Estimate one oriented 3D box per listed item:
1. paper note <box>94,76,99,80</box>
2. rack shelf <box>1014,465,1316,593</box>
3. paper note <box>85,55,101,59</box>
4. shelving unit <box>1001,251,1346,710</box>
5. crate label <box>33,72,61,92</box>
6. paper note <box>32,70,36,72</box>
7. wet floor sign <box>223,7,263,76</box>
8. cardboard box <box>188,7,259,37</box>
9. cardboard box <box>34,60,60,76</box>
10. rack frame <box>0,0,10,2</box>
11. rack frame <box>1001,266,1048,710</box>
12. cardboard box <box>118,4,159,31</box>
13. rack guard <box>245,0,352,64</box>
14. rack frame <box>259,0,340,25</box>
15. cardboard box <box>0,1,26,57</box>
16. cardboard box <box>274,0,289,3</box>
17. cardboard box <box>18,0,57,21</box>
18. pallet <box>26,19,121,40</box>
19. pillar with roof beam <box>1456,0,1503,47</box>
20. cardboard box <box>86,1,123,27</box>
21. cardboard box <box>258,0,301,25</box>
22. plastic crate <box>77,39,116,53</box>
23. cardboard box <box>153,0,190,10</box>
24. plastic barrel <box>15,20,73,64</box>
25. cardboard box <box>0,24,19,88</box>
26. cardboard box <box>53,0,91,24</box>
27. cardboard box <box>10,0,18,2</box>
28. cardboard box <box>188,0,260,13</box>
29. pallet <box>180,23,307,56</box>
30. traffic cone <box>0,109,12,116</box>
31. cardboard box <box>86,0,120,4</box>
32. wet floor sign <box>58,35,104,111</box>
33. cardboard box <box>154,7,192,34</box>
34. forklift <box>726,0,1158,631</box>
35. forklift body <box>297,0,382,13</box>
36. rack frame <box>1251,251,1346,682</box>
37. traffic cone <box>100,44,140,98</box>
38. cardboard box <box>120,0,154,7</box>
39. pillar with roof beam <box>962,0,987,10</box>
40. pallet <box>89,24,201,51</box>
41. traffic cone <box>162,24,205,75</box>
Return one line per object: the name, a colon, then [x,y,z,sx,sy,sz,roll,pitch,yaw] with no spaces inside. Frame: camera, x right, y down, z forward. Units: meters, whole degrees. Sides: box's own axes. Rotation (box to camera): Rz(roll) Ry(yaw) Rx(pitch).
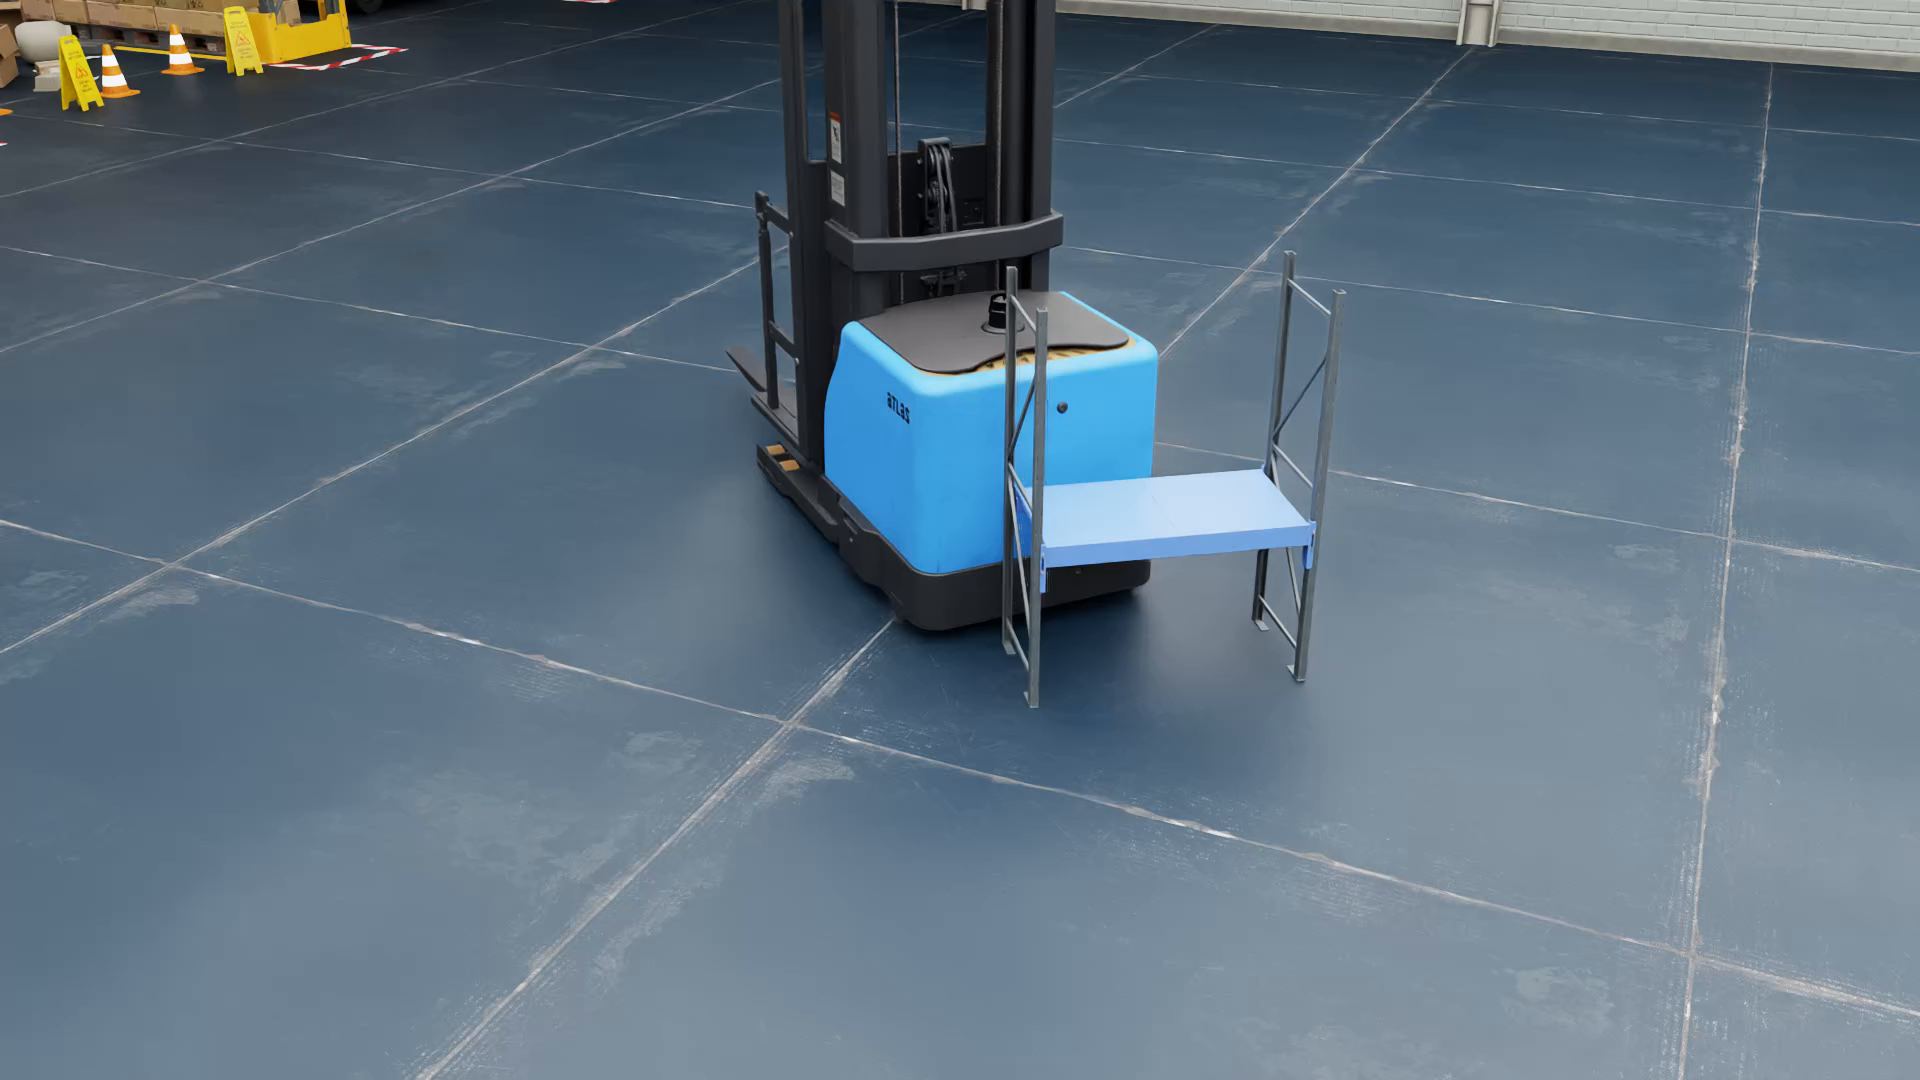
paper note: [-8.673,-4.599,16.556,0.142,0.019,0.148,2,26,4]
rack shelf: [0.722,-0.051,6.062,1.000,0.185,0.538,-5,27,-10]
paper note: [-9.197,-5.119,17.613,0.148,0.019,0.142,2,26,4]
shelving unit: [0.722,-0.212,5.983,1.048,1.500,0.538,-5,27,-10]
crate label: [-8.805,-4.444,16.122,0.298,0.136,0.250,-2,26,-5]
paper note: [-9.384,-4.809,16.996,0.142,0.019,0.148,23,35,39]
wet floor sign: [-7.258,-5.037,16.750,0.232,0.644,0.267,23,35,39]
cardboard box: [-7.857,-5.557,17.779,0.500,0.250,0.500,11,28,22]
cardboard box: [-9.017,-4.707,16.641,0.380,0.149,0.250,-18,31,-31]
rack frame: [-10.629,-7.290,18.660,0.127,3.000,1.000,11,28,22]
rack frame: [0.223,-0.170,5.897,0.032,1.500,0.500,-5,27,-10]
cardboard box: [-8.782,-5.744,18.158,0.500,0.250,0.500,10,28,20]
rack guard: [-7.057,-5.451,17.755,0.348,0.500,1.175,11,28,22]
rack frame: [-6.988,-6.558,17.175,0.127,3.000,1.000,11,28,22]
cardboard box: [-10.217,-5.426,17.702,0.500,0.500,0.500,-12,29,-23]
cardboard box: [-7.630,-6.112,18.057,0.500,0.500,0.500,10,28,20]
cardboard box: [-10.204,-6.028,18.735,0.500,0.250,0.500,10,28,19]
pallet: [-10.003,-5.930,19.055,1.213,0.211,1.003,11,28,22]
pillar with roof beam: [3.944,-7.811,12.927,0.400,9.000,9.100,11,28,22]
cardboard box: [-9.229,-5.839,18.351,0.500,0.250,0.500,11,28,21]
cardboard box: [-7.608,-5.772,18.215,0.500,0.250,0.500,11,28,21]
plastic crate: [-9.540,-5.363,18.052,0.583,0.080,0.402,2,26,4]
cardboard box: [-8.302,-5.985,17.799,0.500,0.500,0.500,12,29,24]
plastic barrel: [-9.495,-5.171,17.274,0.512,0.421,0.421,-12,29,-23]
cardboard box: [-9.635,-4.741,16.311,0.637,0.503,0.797,-7,27,-14]
cardboard box: [-9.713,-5.935,18.546,0.500,0.250,0.500,13,29,25]
cardboard box: [-11.108,-6.394,19.341,0.625,0.372,0.950,12,29,22]
cardboard box: [-7.825,-5.891,17.608,0.500,0.500,0.500,12,28,22]
pallet: [-7.782,-5.484,18.149,1.213,0.211,1.003,11,28,22]
traffic cone: [-8.841,-4.079,15.012,0.334,0.463,0.336,11,28,22]
cardboard box: [-9.241,-6.176,18.186,0.500,0.500,0.500,13,29,24]
wet floor sign: [-8.099,-4.284,15.221,0.232,0.644,0.267,6,27,13]
cardboard box: [-8.304,-5.651,17.969,0.500,0.250,0.500,11,28,22]
forklift: [-0.302,-1.590,7.162,1.130,2.935,3.031,-12,28,-22]
forklift body: [-7.418,-7.787,20.632,1.214,2.155,2.313,11,28,22]
rack frame: [1.221,-0.254,6.068,0.032,1.500,0.500,-5,27,-10]
traffic cone: [-8.063,-4.472,15.808,0.334,0.463,0.336,11,28,22]
cardboard box: [-8.758,-6.080,17.992,0.500,0.500,0.500,11,28,21]
pillar with roof beam: [-1.518,-8.908,15.155,0.400,9.000,9.100,11,28,22]
pallet: [-8.889,-5.708,18.604,1.213,0.211,1.003,11,28,22]
traffic cone: [-7.913,-4.980,16.841,0.334,0.463,0.336,11,28,22]
